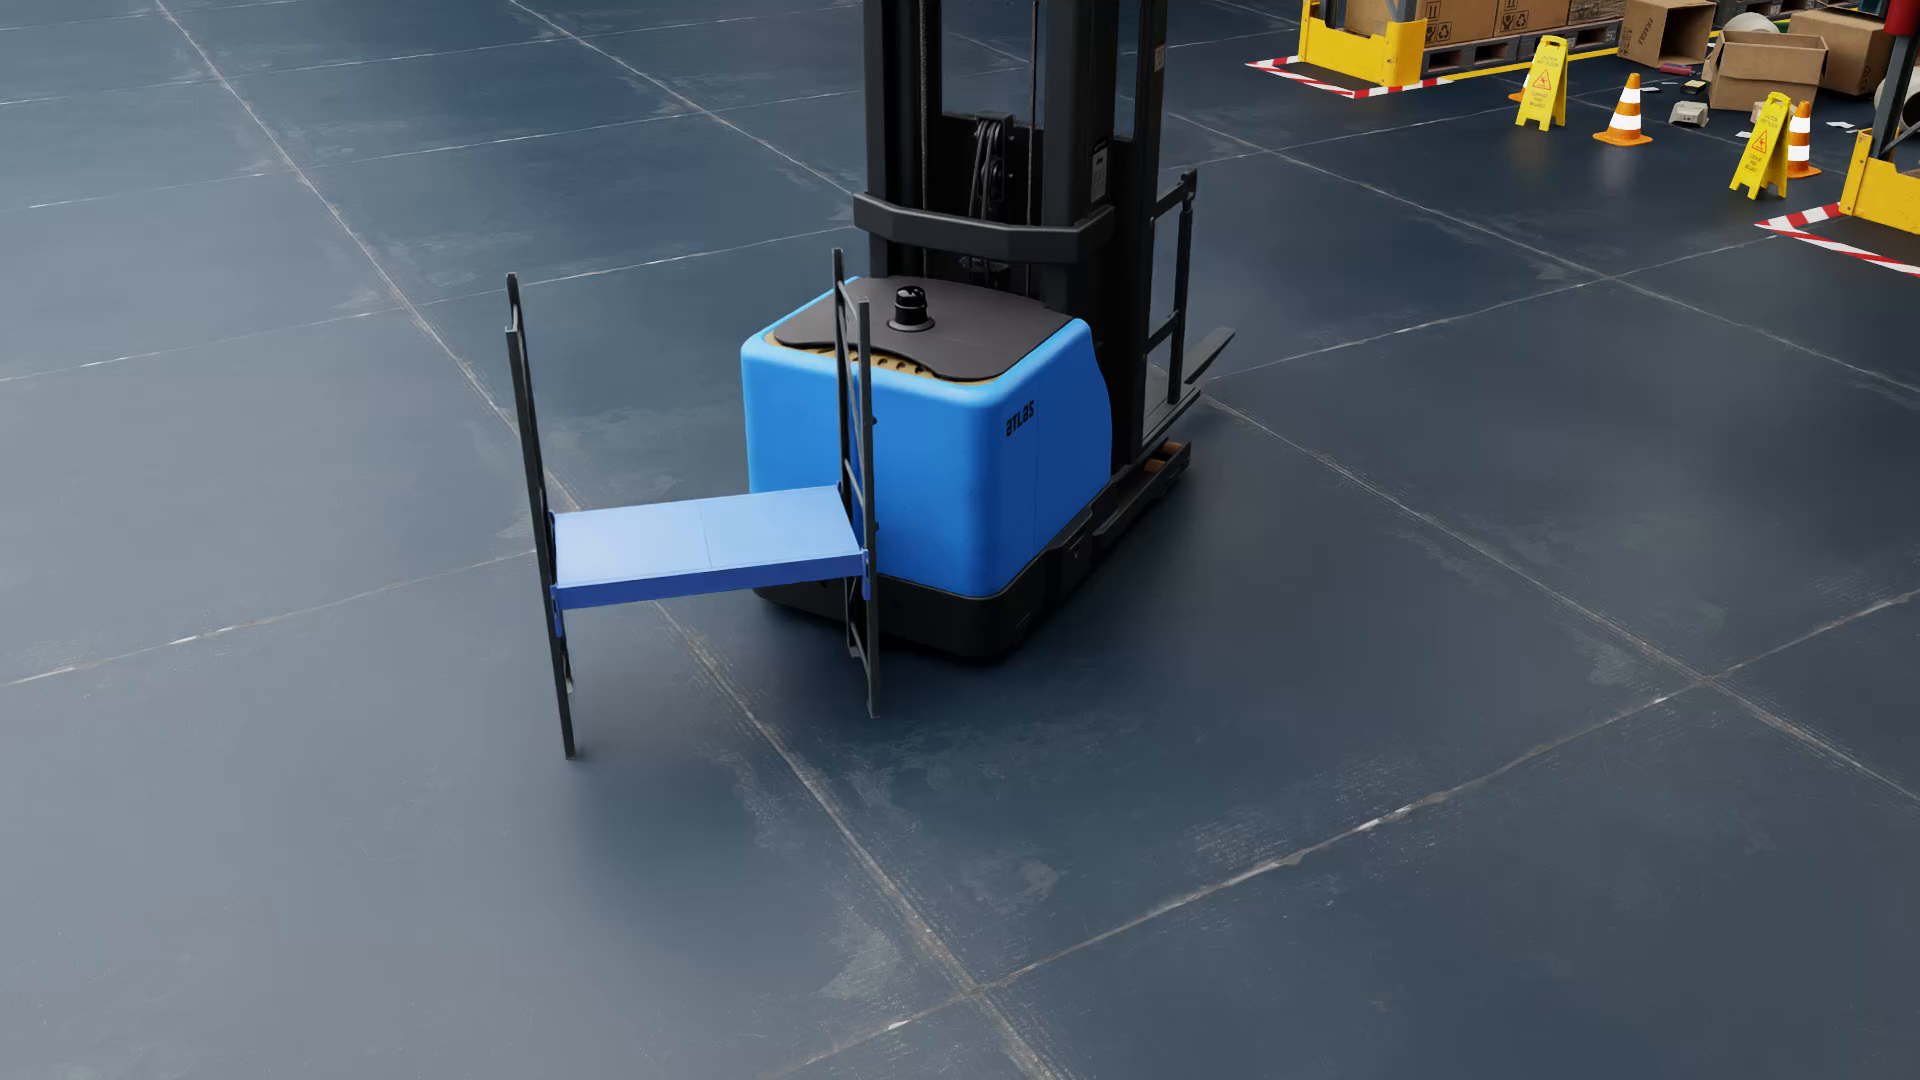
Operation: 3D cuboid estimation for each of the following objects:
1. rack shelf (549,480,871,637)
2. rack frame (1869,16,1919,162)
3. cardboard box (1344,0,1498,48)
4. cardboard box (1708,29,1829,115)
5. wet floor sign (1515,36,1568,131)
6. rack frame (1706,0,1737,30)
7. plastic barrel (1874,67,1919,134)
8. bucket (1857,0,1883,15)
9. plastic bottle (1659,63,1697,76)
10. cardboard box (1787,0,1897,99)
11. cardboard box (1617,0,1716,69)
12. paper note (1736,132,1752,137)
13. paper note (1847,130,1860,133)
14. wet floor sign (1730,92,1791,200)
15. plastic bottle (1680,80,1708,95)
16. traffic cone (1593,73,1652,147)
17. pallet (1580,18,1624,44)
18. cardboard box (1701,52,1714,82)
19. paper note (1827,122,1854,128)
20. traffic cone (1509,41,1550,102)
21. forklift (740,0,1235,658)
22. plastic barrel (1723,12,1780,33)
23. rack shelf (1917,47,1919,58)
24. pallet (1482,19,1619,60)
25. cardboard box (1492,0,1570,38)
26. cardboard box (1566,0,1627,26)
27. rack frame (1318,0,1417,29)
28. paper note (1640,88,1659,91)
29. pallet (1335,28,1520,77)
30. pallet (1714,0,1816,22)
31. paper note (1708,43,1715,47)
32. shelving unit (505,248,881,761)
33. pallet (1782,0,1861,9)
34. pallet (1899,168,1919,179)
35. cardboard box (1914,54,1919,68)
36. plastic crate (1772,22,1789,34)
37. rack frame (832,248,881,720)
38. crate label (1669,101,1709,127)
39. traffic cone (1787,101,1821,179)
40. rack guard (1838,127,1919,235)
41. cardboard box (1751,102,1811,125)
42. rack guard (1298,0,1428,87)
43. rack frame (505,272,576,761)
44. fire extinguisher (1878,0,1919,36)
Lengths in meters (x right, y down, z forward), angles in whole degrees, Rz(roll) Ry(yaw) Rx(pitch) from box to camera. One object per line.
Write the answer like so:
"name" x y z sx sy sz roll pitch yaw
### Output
"rack shelf" -0.835 0.049 5.481 1.000 0.185 0.538 -6 30 -12
"rack frame" 5.913 -3.181 9.410 0.127 3.000 1.000 -16 33 -26
"cardboard box" 3.870 -4.666 13.864 0.875 0.875 0.875 -16 33 -26
"cardboard box" 6.145 -3.573 12.703 0.797 0.503 0.637 10 30 17
"wet floor sign" 4.297 -3.356 12.163 0.232 0.644 0.267 -22 36 -35
"rack frame" 6.767 -6.198 14.876 0.127 3.000 1.000 -16 33 -26
"plastic barrel" 6.927 -3.190 12.092 0.421 0.421 0.512 5 29 8
"bucket" 7.818 -4.436 13.499 0.620 0.611 0.726 4 28 -14
"plastic bottle" 5.936 -3.878 13.713 0.283 0.061 0.133 22 36 34
"cardboard box" 6.947 -3.865 13.092 0.503 0.637 0.797 -16 33 -26
"cardboard box" 5.949 -4.297 14.016 0.500 0.500 0.500 -10 30 -18
"paper note" 5.720 -2.942 12.049 0.148 0.019 0.142 22 36 34
"paper note" 6.528 -2.988 12.155 0.123 0.001 0.032 -16 33 -26
"wet floor sign" 5.207 -2.550 10.702 0.232 0.644 0.267 -5 29 -9
"plastic bottle" 5.843 -3.606 13.220 0.133 0.061 0.283 22 36 34
"traffic cone" 4.775 -3.092 11.875 0.334 0.463 0.336 -16 33 -26
"pallet" 6.072 -4.823 15.272 1.213 0.211 1.003 -16 33 -26
"cardboard box" 6.218 -3.813 13.384 0.258 0.266 0.396 -10 30 -18
"paper note" 6.528 -3.082 12.316 0.142 0.019 0.148 -5 29 -9
"traffic cone" 4.496 -3.646 12.878 0.334 0.463 0.336 -16 33 -26
"forklift" 0.348 -1.552 6.529 1.130 2.935 3.031 14 32 24
"plastic barrel" 6.566 -4.153 13.837 0.421 0.421 0.512 5 29 8
"rack shelf" 7.638 -3.356 10.471 4.000 0.370 1.077 -16 33 -26
"pallet" 5.019 -4.523 14.727 1.213 0.211 1.003 -16 33 -26
"cardboard box" 4.627 -4.882 14.256 0.875 0.875 0.875 -16 33 -27
"cardboard box" 5.414 -5.104 14.659 0.875 0.875 0.875 -16 33 -26
"rack frame" 3.318 -5.219 13.102 0.127 3.000 1.000 -16 33 -26
"paper note" 5.495 -3.584 13.215 0.142 0.017 0.144 -5 29 -9
"pallet" 3.968 -4.226 14.189 1.213 0.211 1.003 -16 33 -26
"pallet" 7.394 -5.197 15.949 1.213 0.211 1.003 -16 33 -26
"paper note" 6.646 -4.356 14.612 0.147 0.020 0.142 10 30 17
"shelving unit" -0.835 -0.109 5.395 1.048 1.500 0.538 -6 30 -12
"pallet" 8.447 -5.498 16.494 1.213 0.211 1.003 -16 33 -26
"pallet" 6.697 -2.163 10.451 1.213 0.211 1.003 -16 33 -26
"cardboard box" 7.572 -3.658 13.104 0.258 0.266 0.396 10 30 17
"plastic crate" 7.281 -4.404 14.476 0.662 0.188 0.450 0 19 0
"rack frame" -0.341 -0.165 5.496 0.032 1.500 0.500 -6 30 -12
"crate label" 5.421 -3.168 12.349 0.250 0.136 0.298 15 32 26
"traffic cone" 5.631 -2.713 11.188 0.334 0.463 0.336 -16 33 -26
"rack guard" 5.979 -2.106 10.048 0.348 0.500 1.175 -16 33 -26
"cardboard box" 6.019 -3.095 12.205 0.250 0.149 0.380 0 29 0
"rack guard" 3.298 -4.118 13.695 0.348 0.500 1.175 -16 33 -26
"rack frame" -1.330 -0.053 5.293 0.032 1.500 0.500 -6 30 -12
"fire extinguisher" 5.581 -3.311 9.726 0.183 0.674 0.296 -16 33 -26
